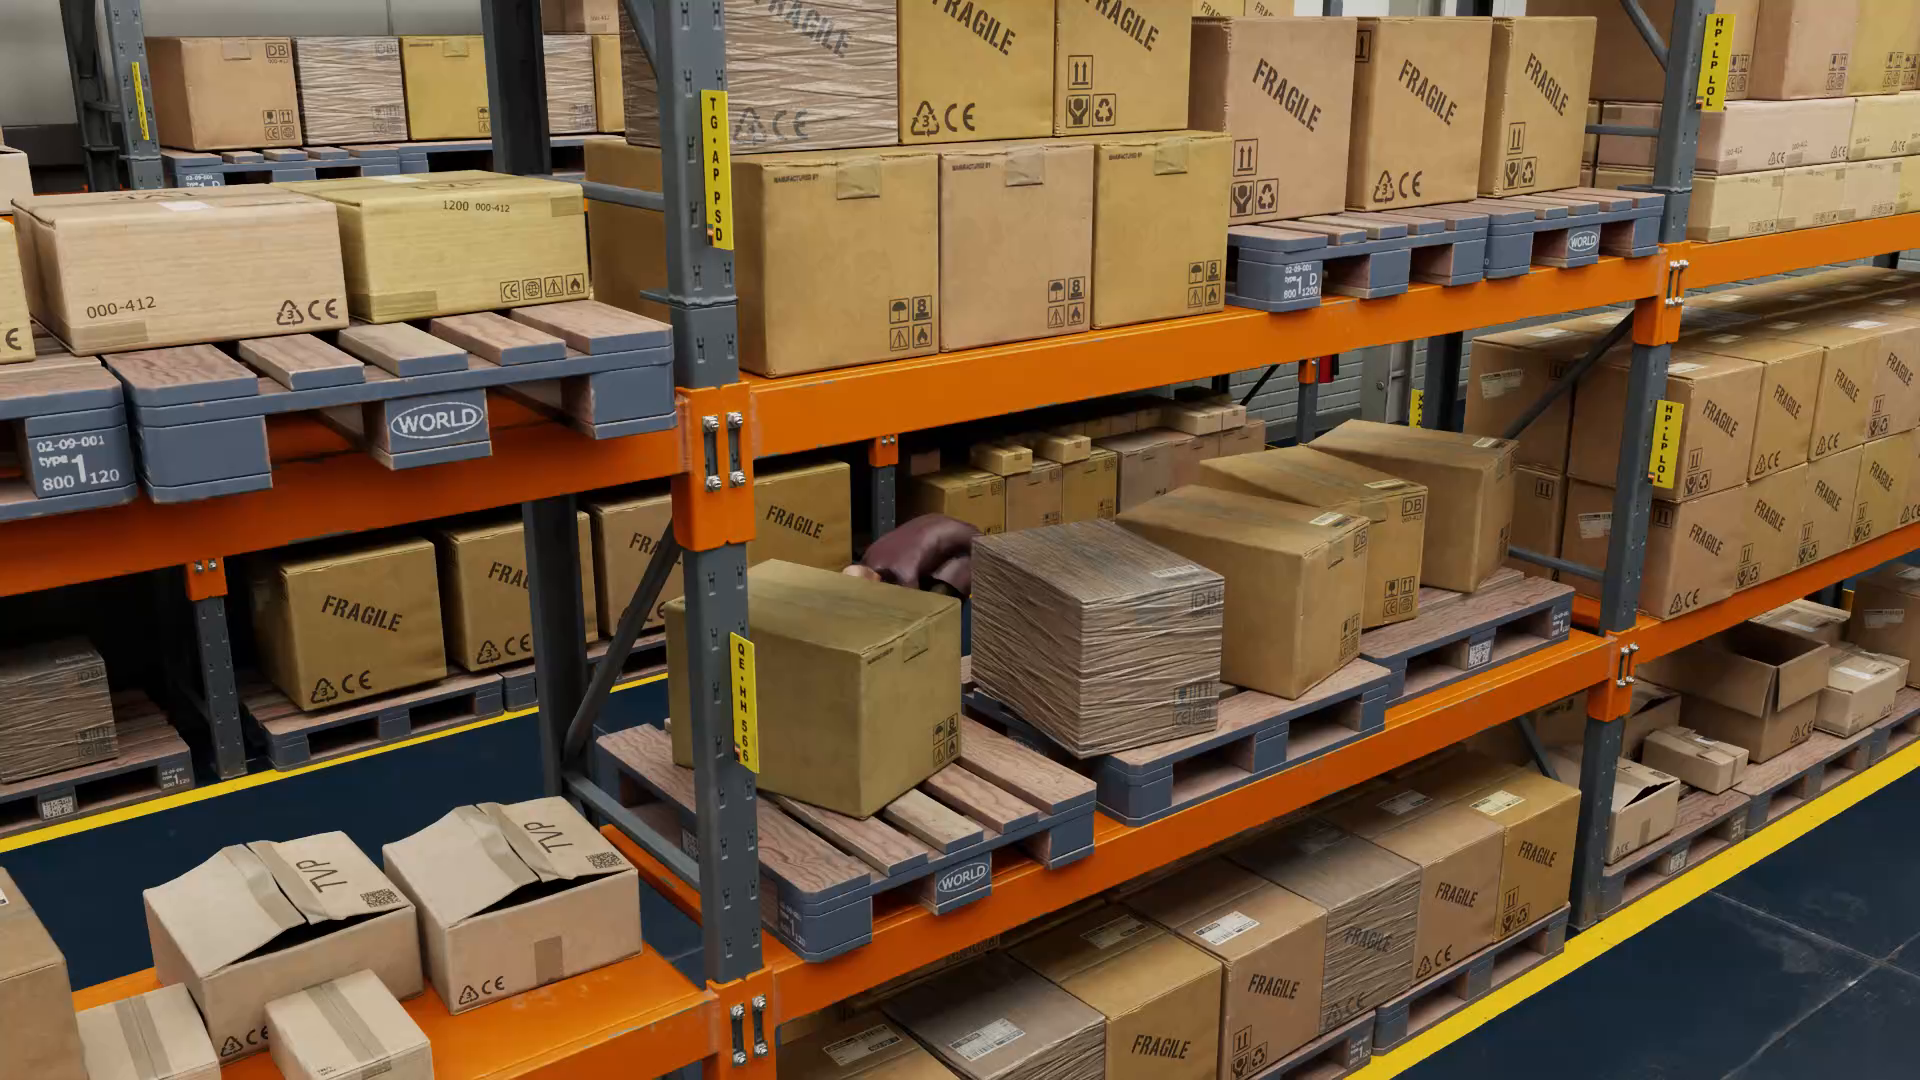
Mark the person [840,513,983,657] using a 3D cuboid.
[{"bbox_3d":[-0.260,0.360,9.299,0.944,0.952,0.583,-14,22,-38],"label":"person"}]
